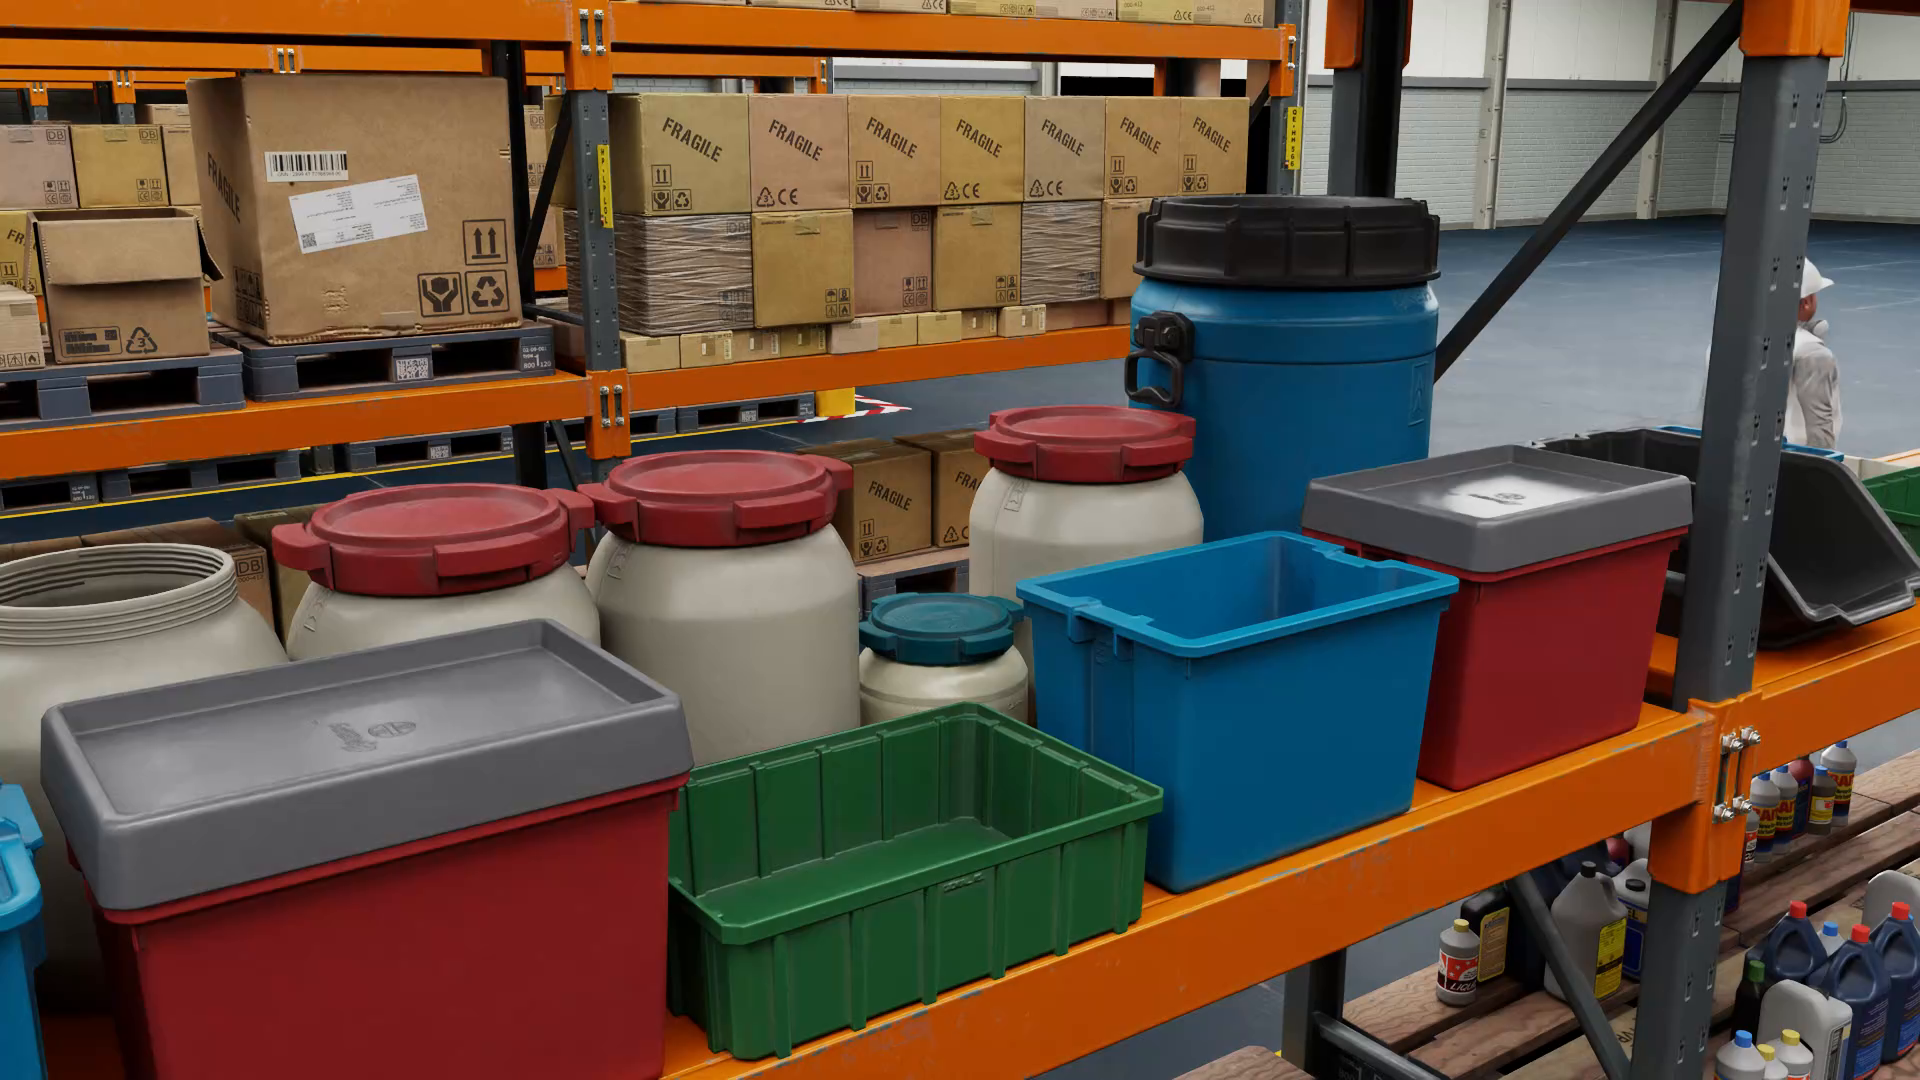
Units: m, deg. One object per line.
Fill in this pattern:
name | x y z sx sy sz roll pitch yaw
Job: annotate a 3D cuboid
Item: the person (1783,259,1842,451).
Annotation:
person | 3.545 -0.340 7.209 0.669 1.756 0.539 -3 15 -12
